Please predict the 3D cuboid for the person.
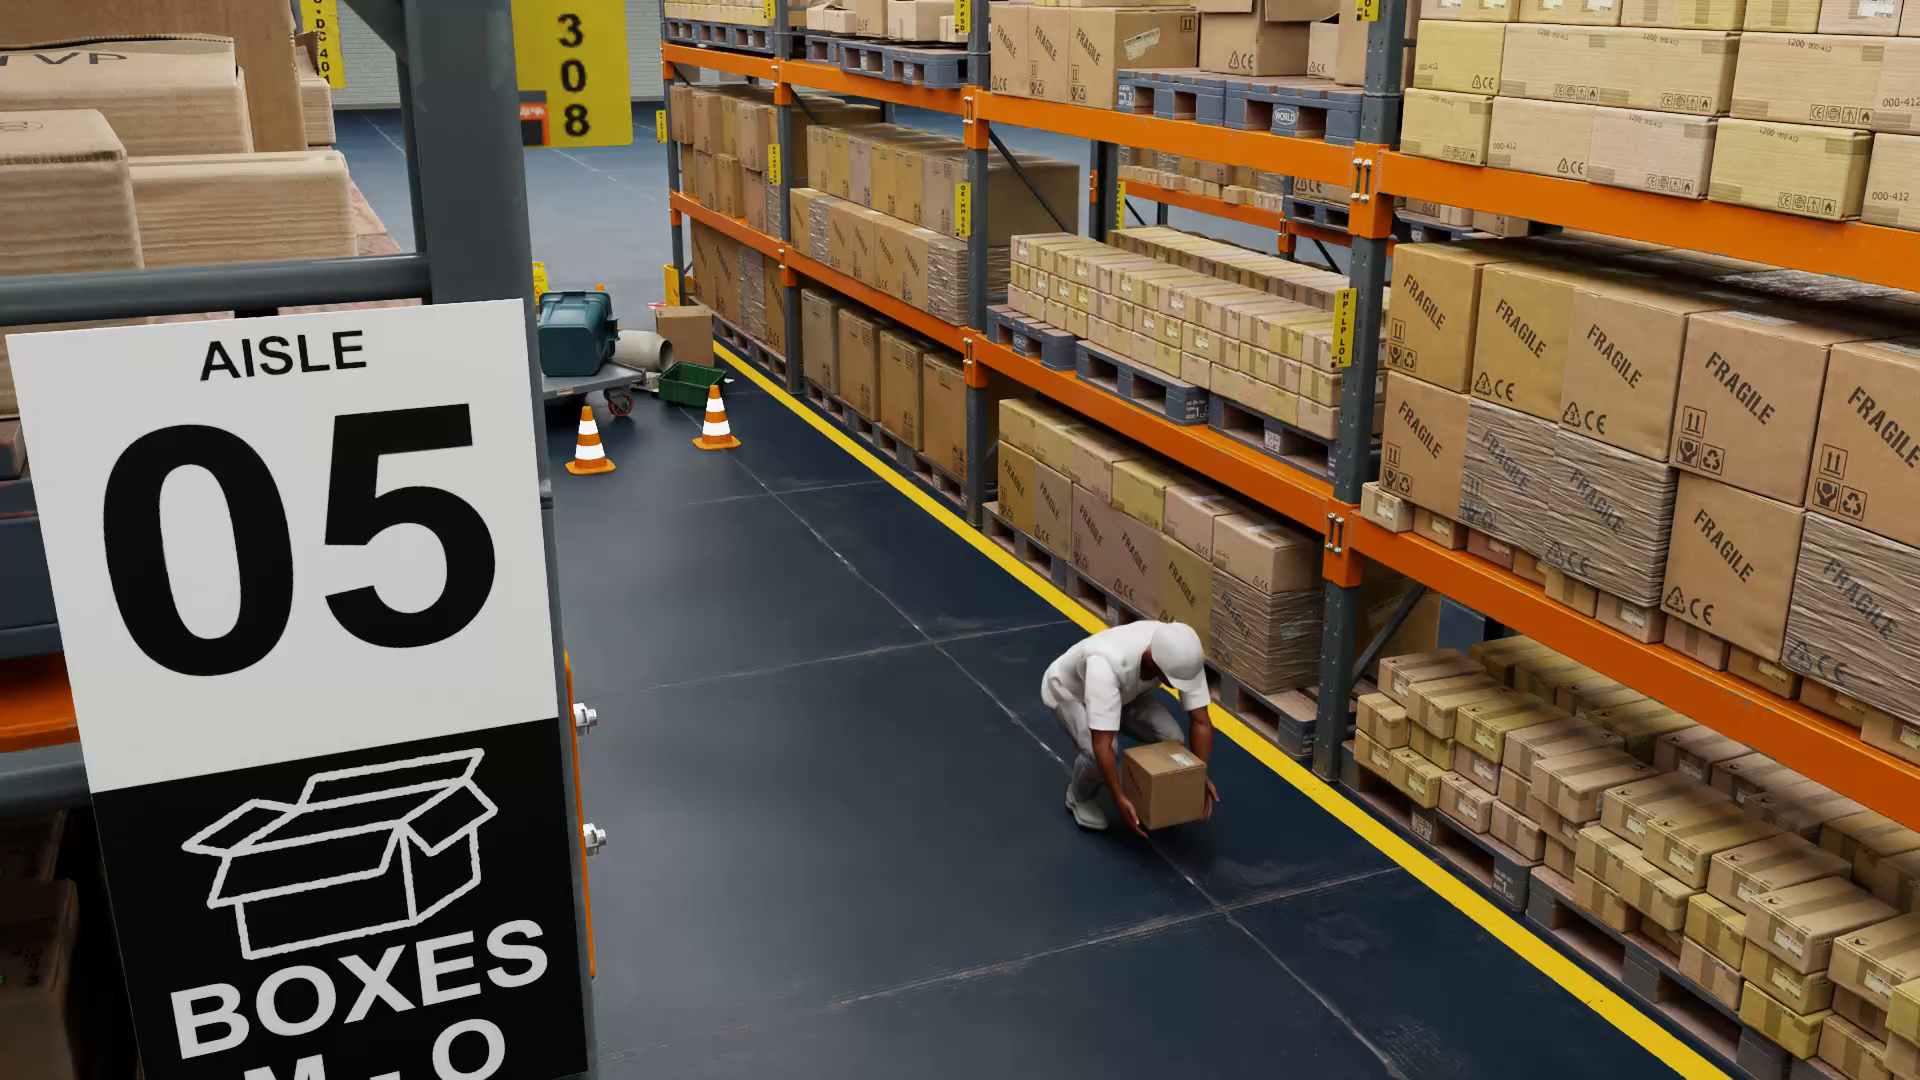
[{"bbox_3d":[0.726,0.730,7.048,0.585,1.018,0.882,-8,20,-22],"label":"person"}]
